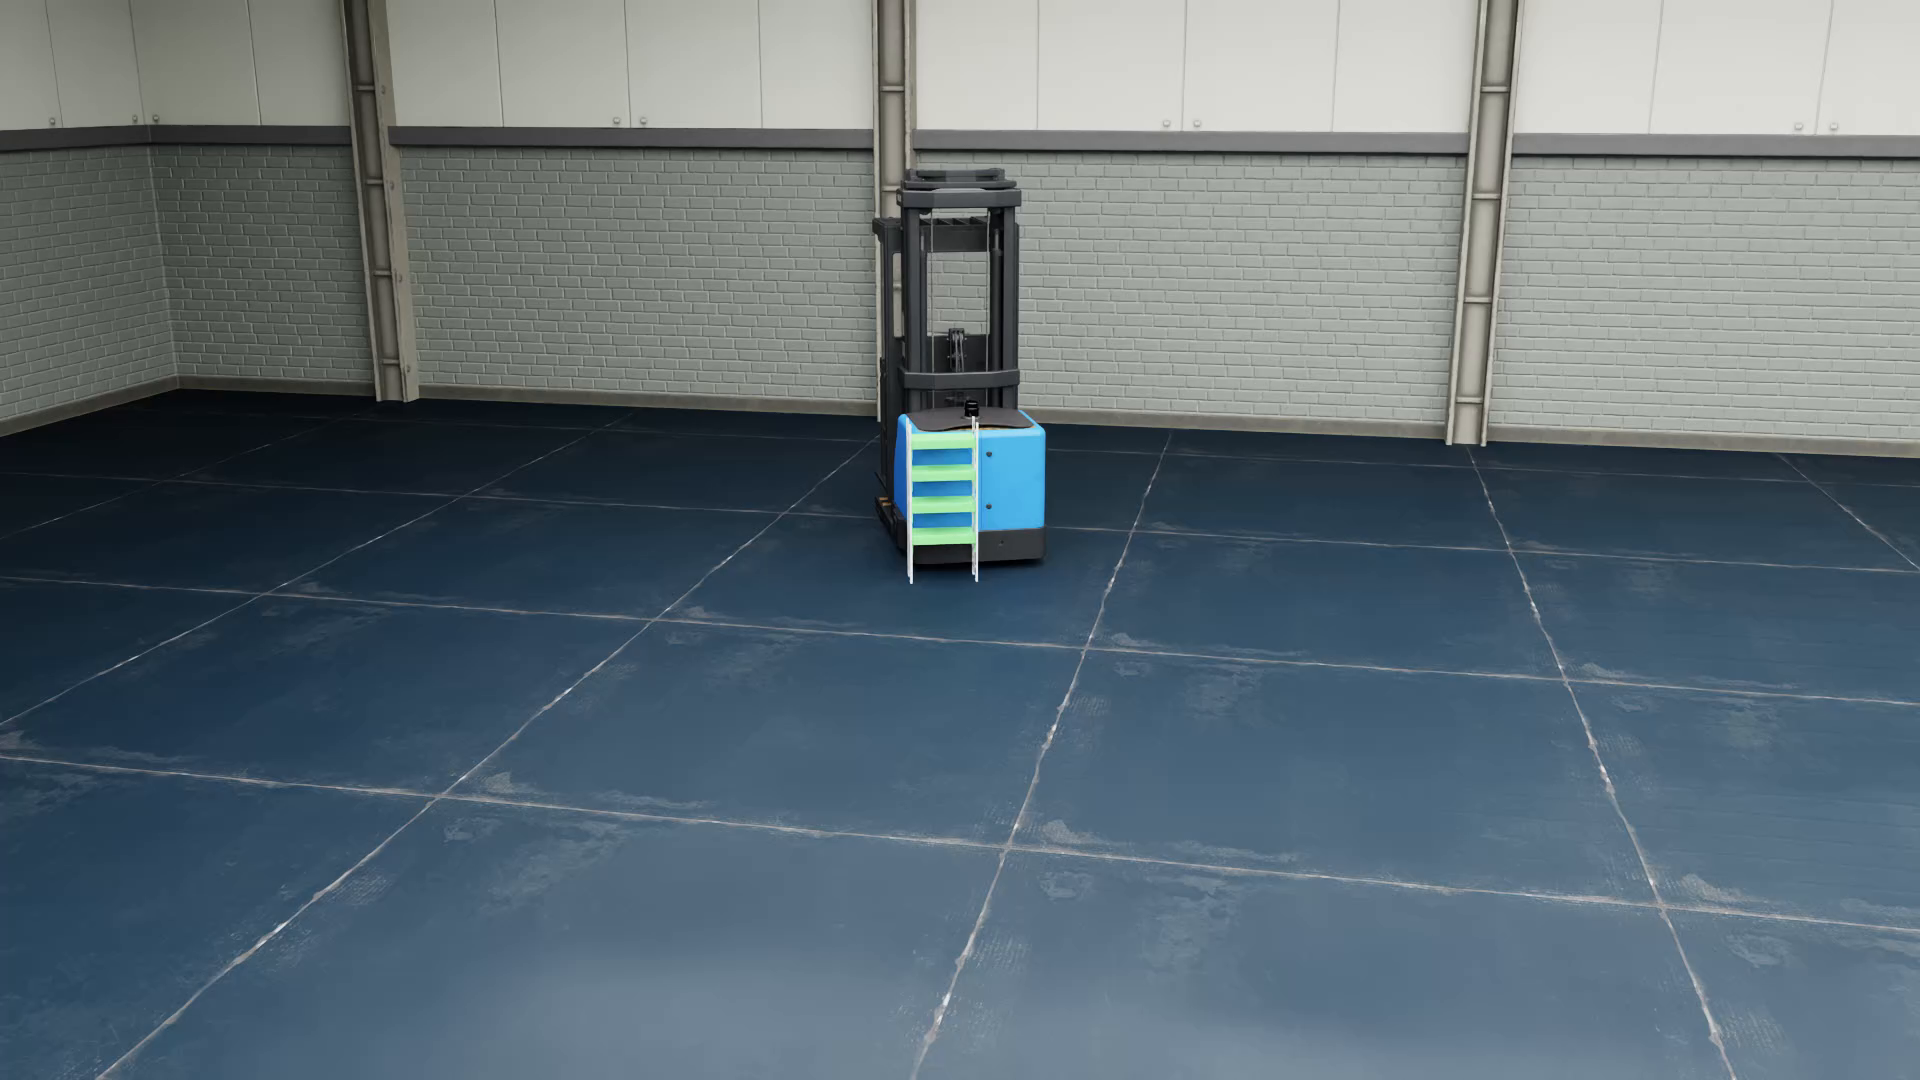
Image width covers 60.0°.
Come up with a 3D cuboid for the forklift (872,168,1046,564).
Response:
[{"bbox_3d":[-0.114,-1.577,13.694,1.130,2.935,3.031,-3,16,-10],"label":"forklift"}]

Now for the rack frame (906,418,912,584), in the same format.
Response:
[{"bbox_3d":[-0.373,-0.287,12.280,0.015,1.200,0.240,-2,16,-6],"label":"rack frame"}]

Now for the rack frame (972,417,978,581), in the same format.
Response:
[{"bbox_3d":[0.111,-0.302,12.333,0.015,1.200,0.240,-2,16,-6],"label":"rack frame"}]

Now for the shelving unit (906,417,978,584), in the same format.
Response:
[{"bbox_3d":[-0.131,-0.294,12.306,0.503,1.200,0.258,-2,16,-6],"label":"shelving unit"}]

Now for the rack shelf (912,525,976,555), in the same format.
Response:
[{"bbox_3d":[-0.131,-0.001,12.388,0.480,0.148,0.258,-2,16,-6],"label":"rack shelf"}]

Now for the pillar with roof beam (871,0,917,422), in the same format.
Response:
[{"bbox_3d":[-1.539,-4.536,13.010,0.400,9.000,9.100,3,16,11],"label":"pillar with roof beam"}]

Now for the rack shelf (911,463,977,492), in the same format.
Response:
[{"bbox_3d":[-0.131,-0.464,12.259,0.480,0.148,0.258,-2,16,-6],"label":"rack shelf"}]

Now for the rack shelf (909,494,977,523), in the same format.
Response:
[{"bbox_3d":[-0.131,-0.233,12.323,0.480,0.148,0.258,-2,16,-6],"label":"rack shelf"}]

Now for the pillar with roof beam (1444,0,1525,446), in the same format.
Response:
[{"bbox_3d":[4.341,-4.217,11.858,0.400,9.000,9.100,3,16,11],"label":"pillar with roof beam"}]

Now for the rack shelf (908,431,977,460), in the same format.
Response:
[{"bbox_3d":[-0.131,-0.695,12.195,0.480,0.148,0.258,-2,16,-6],"label":"rack shelf"}]

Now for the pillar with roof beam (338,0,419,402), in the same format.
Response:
[{"bbox_3d":[-7.418,-4.855,14.163,0.400,9.000,9.100,3,16,11],"label":"pillar with roof beam"}]
